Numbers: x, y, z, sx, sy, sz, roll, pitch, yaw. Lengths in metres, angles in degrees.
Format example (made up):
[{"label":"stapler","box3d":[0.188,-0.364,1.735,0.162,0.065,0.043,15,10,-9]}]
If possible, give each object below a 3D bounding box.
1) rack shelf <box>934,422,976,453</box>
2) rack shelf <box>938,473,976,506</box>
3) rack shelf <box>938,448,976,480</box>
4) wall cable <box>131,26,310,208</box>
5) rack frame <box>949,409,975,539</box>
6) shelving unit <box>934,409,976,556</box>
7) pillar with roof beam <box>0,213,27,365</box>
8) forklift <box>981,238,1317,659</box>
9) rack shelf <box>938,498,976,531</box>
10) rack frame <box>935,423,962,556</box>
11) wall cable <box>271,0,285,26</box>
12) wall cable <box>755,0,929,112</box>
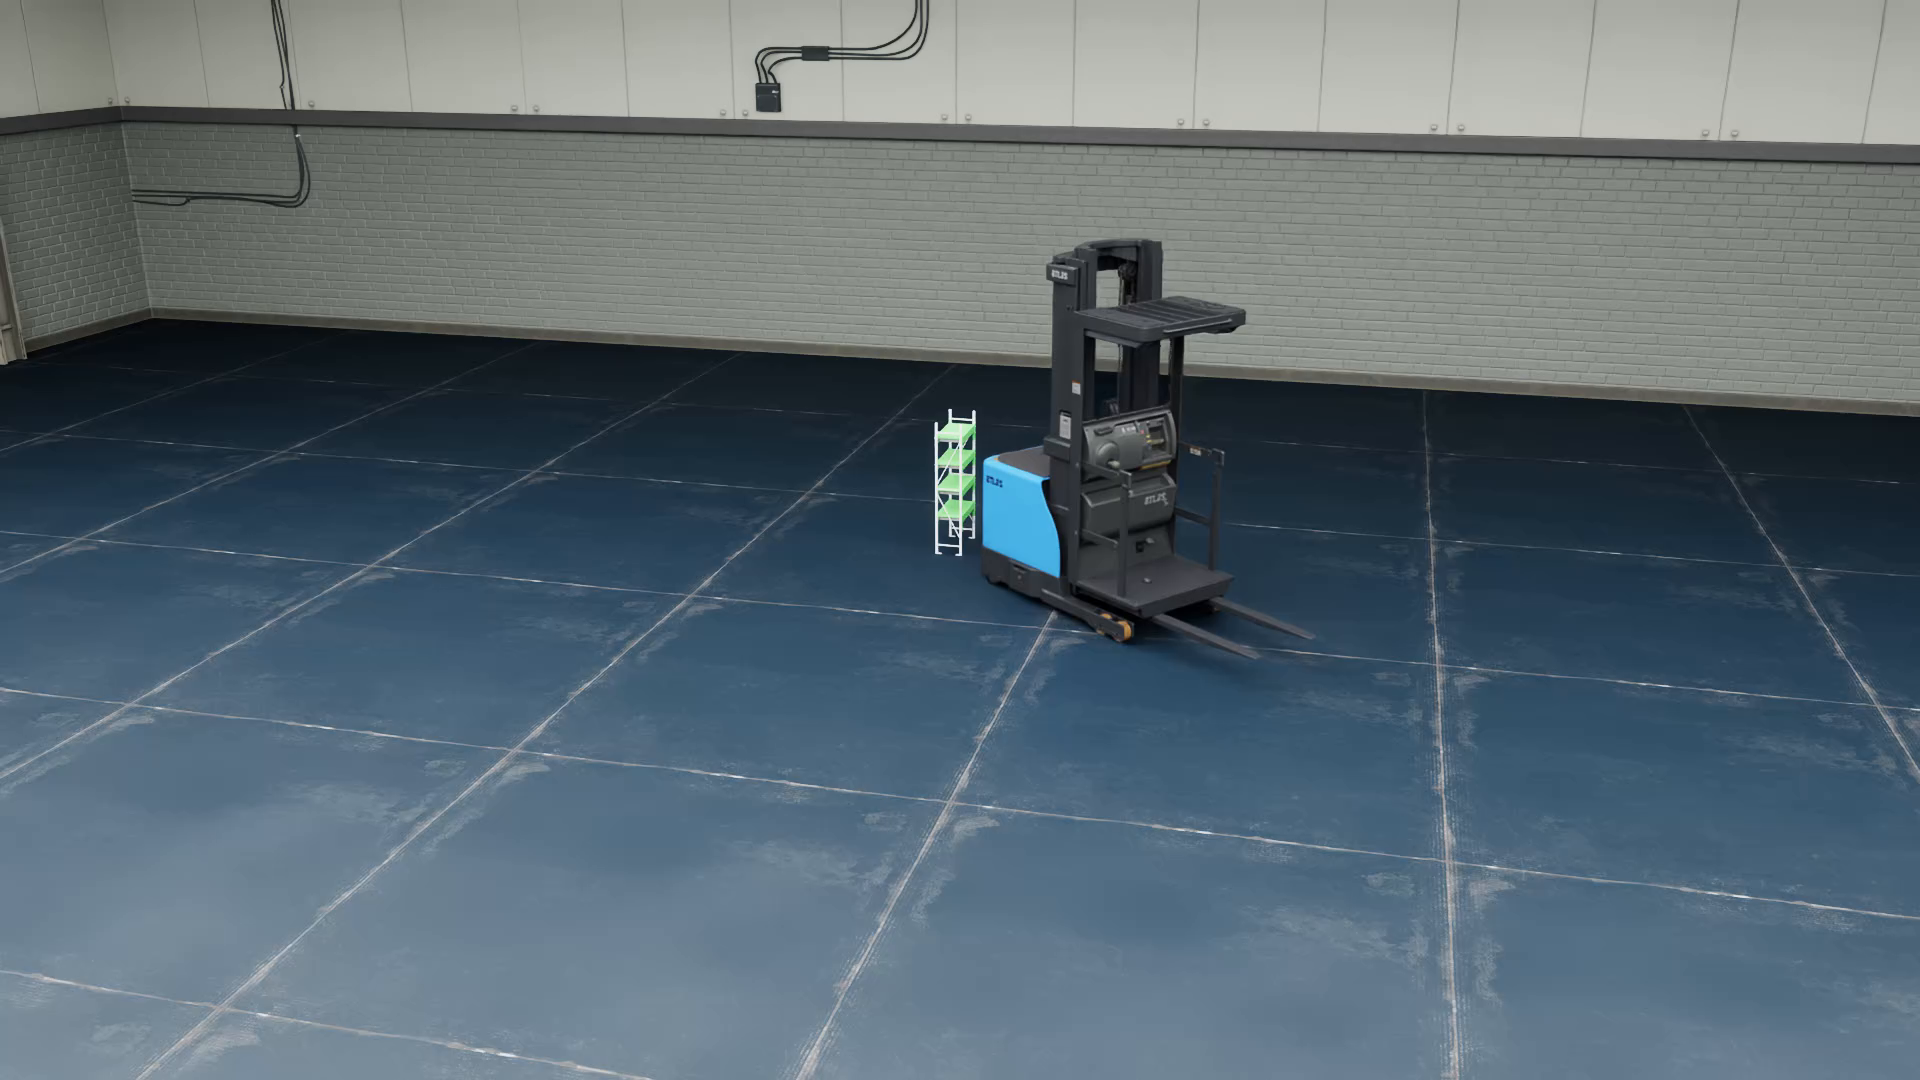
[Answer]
[{"label":"rack shelf","box3d":[-0.040,-0.910,14.707,0.258,0.148,0.480,5,19,13]},{"label":"rack shelf","box3d":[-0.040,-0.455,14.862,0.258,0.148,0.480,5,19,13]},{"label":"rack shelf","box3d":[-0.040,-0.683,14.785,0.258,0.148,0.480,5,19,13]},{"label":"wall cable","box3d":[-10.719,-5.999,23.634,3.097,2.526,0.112,5,19,13]},{"label":"rack frame","box3d":[0.019,-0.592,15.066,0.240,1.200,0.015,5,19,13]},{"label":"shelving unit","box3d":[-0.040,-0.516,14.842,0.258,1.200,0.503,5,19,13]},{"label":"pillar with roof beam","box3d":[-8.547,-6.310,19.739,9.100,9.000,0.400,5,19,13]},{"label":"forklift","box3d":[1.473,-0.776,12.924,1.130,2.935,3.031,-14,23,-35]},{"label":"rack shelf","box3d":[-0.040,-0.228,14.940,0.258,0.148,0.480,5,19,13]},{"label":"rack frame","box3d":[-0.100,-0.439,14.618,0.240,1.200,0.015,5,19,13]},{"label":"wall cable","box3d":[-8.096,-8.176,22.192,3.097,2.526,0.112,5,19,13]},{"label":"wall cable","box3d":[-1.517,-8.324,20.373,2.305,6.003,0.169,5,19,13]}]
